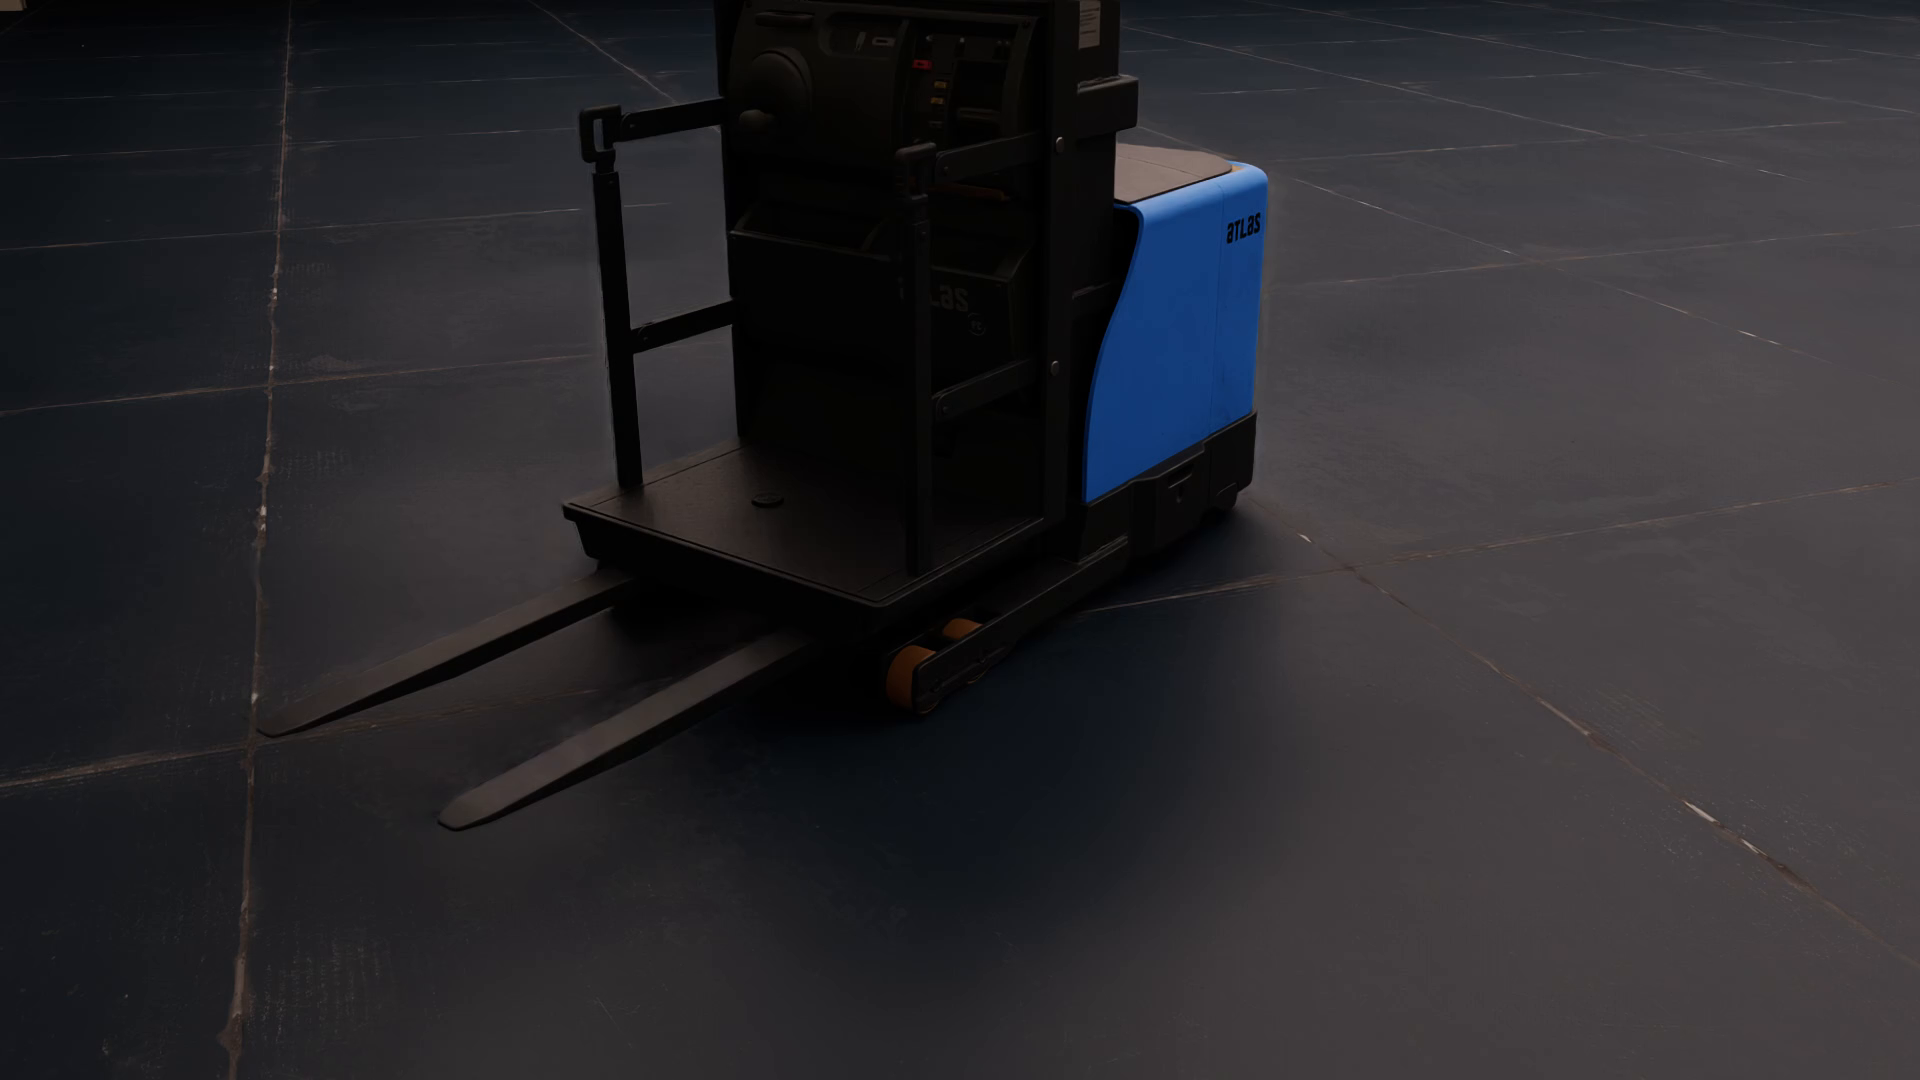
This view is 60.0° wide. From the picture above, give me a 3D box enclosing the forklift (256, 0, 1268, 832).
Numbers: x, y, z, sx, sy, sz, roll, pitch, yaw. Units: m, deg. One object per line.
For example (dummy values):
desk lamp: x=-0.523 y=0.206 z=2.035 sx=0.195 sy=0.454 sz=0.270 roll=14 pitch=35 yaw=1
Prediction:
forklift: x=-0.338 y=-1.139 z=4.007 sx=1.130 sy=2.935 sz=3.031 roll=16 pitch=28 yaw=33
